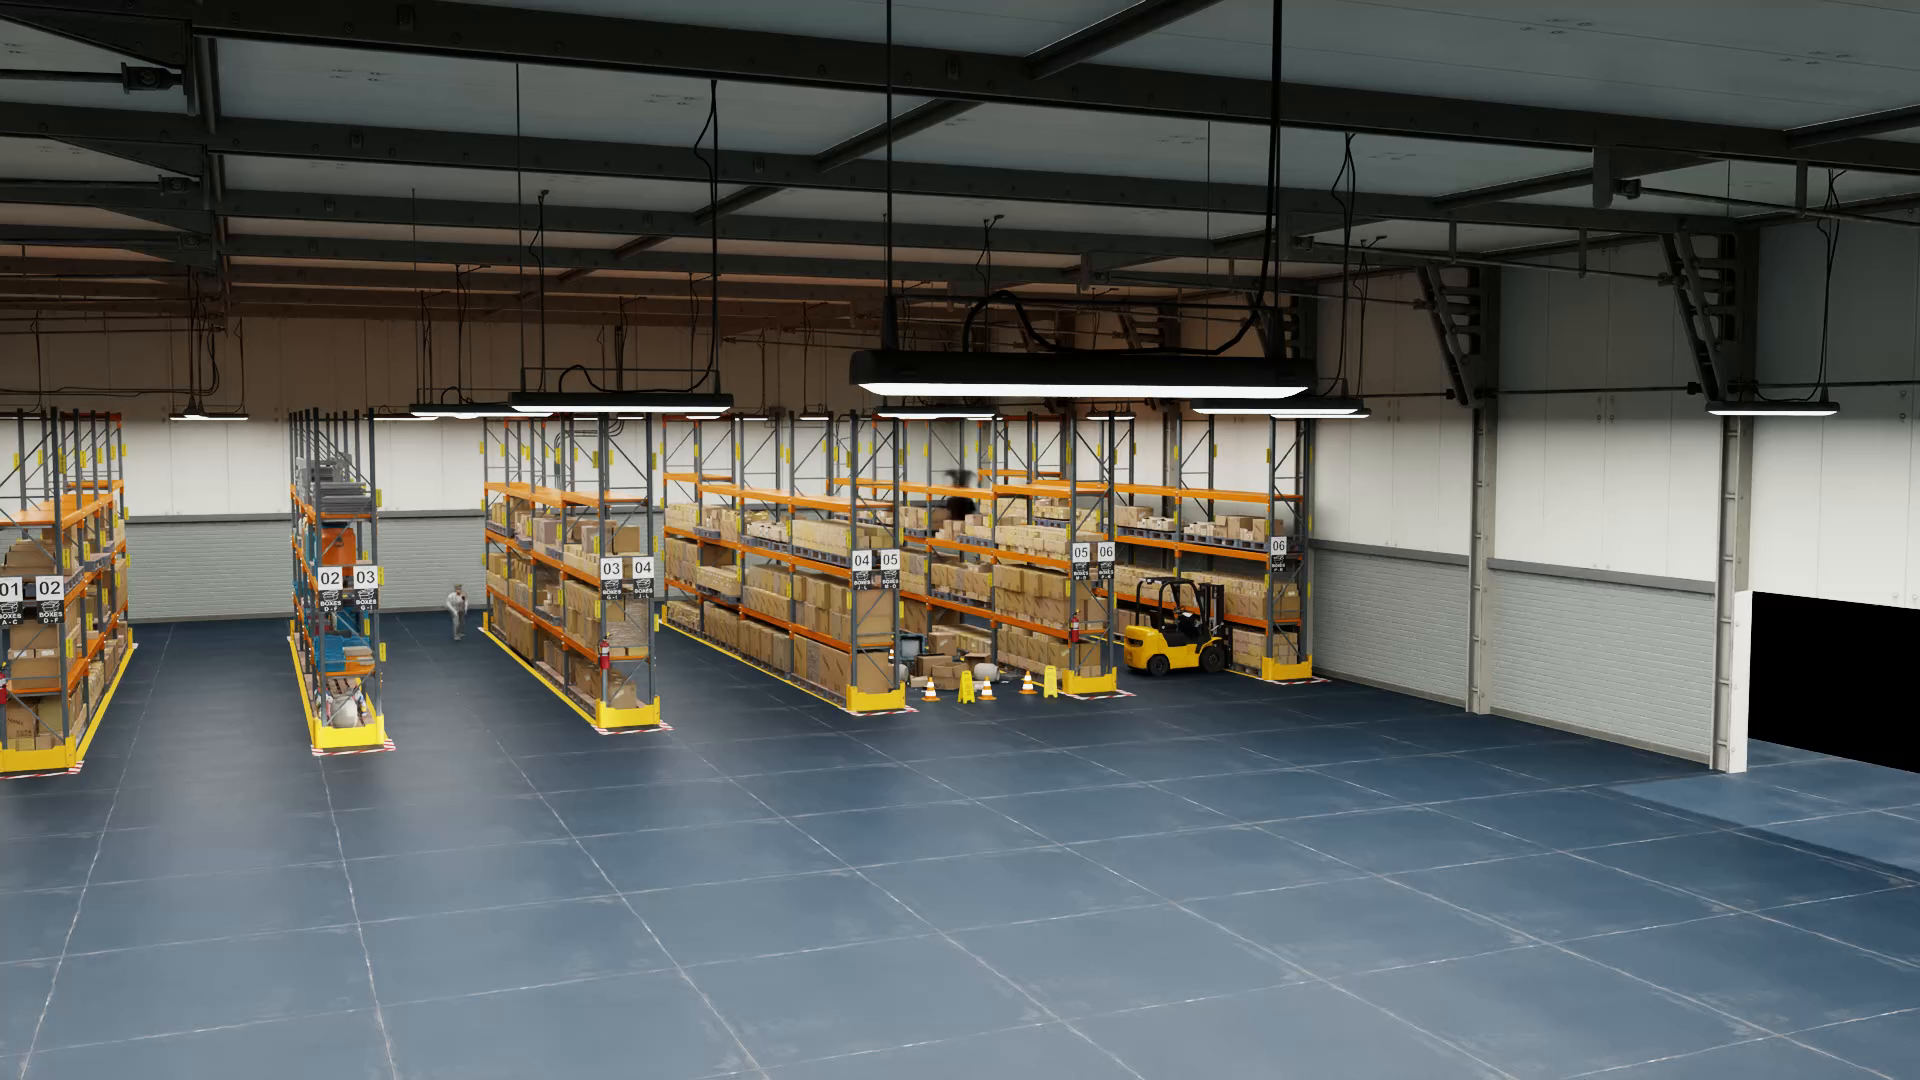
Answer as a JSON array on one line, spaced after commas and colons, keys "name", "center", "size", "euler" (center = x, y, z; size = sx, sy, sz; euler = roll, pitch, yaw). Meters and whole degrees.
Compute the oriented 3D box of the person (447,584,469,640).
[{"name": "person", "center": [-13.276, 1.894, 43.925], "size": [0.604, 1.510, 0.844], "euler": [-3, 5, -39]}]
